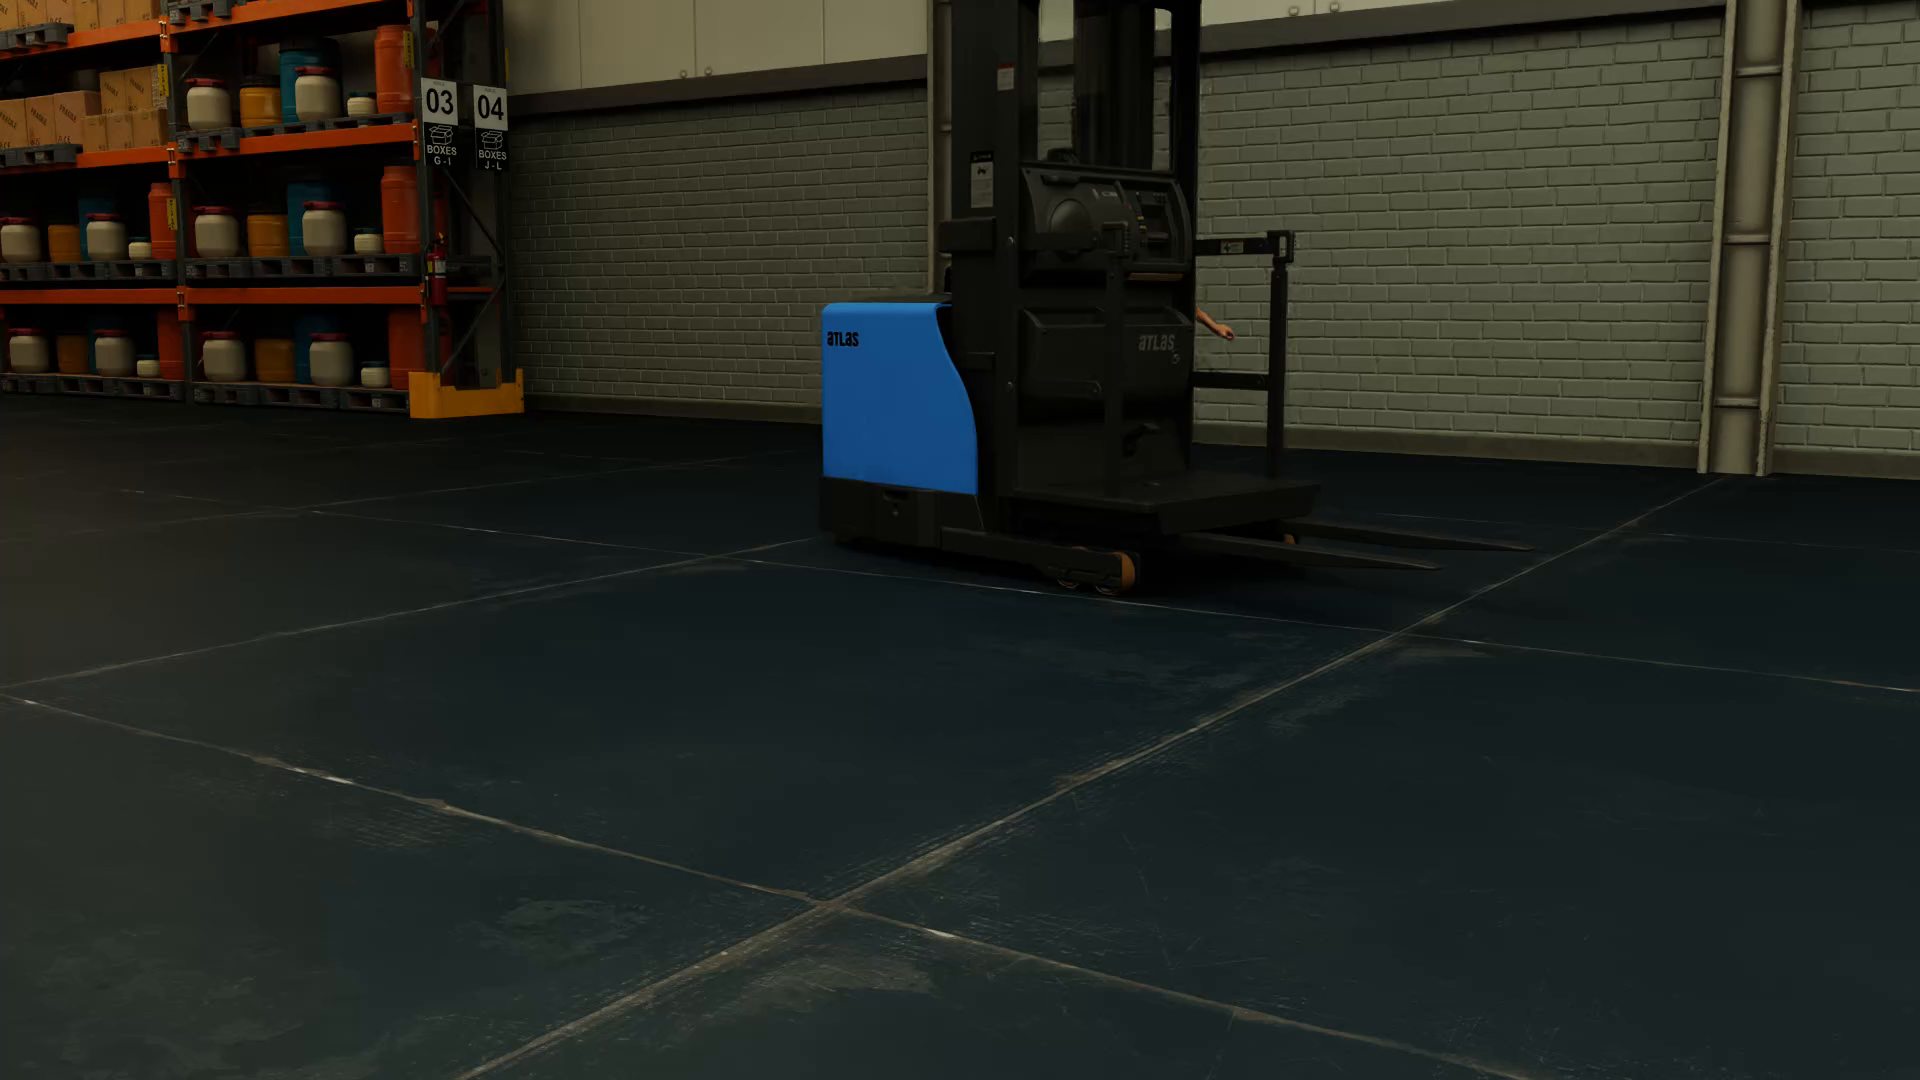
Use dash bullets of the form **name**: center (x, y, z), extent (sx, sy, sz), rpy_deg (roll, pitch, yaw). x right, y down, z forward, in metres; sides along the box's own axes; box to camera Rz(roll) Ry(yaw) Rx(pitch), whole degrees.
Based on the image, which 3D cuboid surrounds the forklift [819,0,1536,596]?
- **forklift**: center (0.744, -1.326, 6.518), extent (1.130, 2.935, 3.031), rpy_deg (-7, 11, -42)

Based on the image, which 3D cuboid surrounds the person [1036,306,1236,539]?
- **person**: center (0.868, -0.690, 7.832), extent (1.093, 1.380, 0.908), rpy_deg (-1, 8, -6)
